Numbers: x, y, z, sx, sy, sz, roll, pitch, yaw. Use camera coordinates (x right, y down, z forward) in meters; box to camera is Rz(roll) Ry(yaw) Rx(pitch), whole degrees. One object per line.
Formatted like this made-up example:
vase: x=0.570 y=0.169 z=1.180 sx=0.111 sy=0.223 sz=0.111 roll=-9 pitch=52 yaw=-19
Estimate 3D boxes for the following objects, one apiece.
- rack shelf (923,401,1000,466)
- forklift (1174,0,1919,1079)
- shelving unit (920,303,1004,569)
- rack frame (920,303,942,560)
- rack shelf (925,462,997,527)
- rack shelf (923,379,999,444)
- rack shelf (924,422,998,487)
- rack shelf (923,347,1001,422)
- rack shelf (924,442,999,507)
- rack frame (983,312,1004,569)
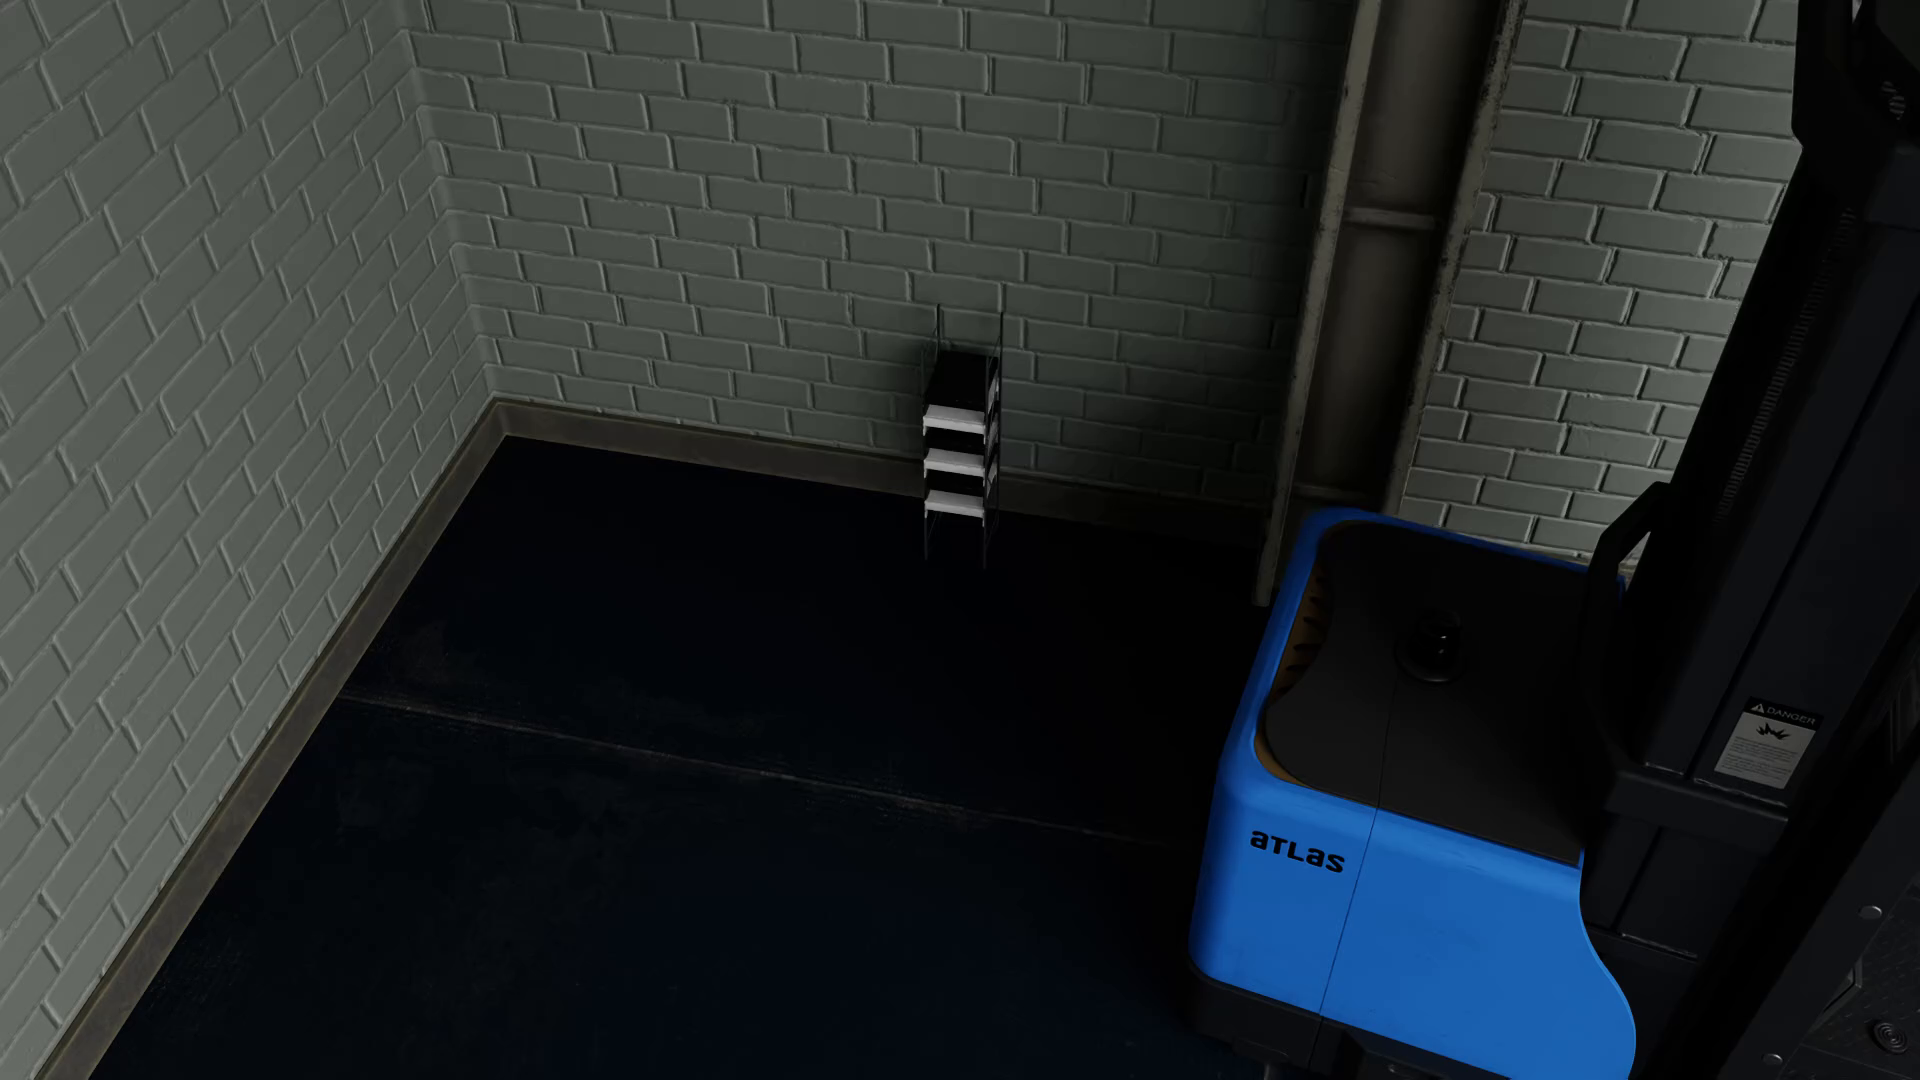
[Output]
rack shelf: x=0.008 y=-0.364 z=5.397 sx=0.200 sy=0.077 sz=0.258 roll=9 pitch=45 yaw=9
forklift: x=2.134 y=0.295 z=3.330 sx=3.031 sy=2.935 sz=1.130 roll=15 pitch=46 yaw=15
shelving unit: x=0.008 y=-0.323 z=5.437 sx=0.210 sy=0.900 sz=0.258 roll=9 pitch=45 yaw=9
rack frame: x=-0.091 y=-0.338 z=5.453 sx=0.006 sy=0.900 sz=0.240 roll=9 pitch=45 yaw=9
rack shelf: x=0.008 y=-0.169 z=5.585 sx=0.200 sy=0.077 sz=0.258 roll=9 pitch=45 yaw=9
rack shelf: x=0.008 y=-0.429 z=5.335 sx=0.200 sy=0.077 sz=0.258 roll=9 pitch=45 yaw=9
rack shelf: x=0.008 y=-0.299 z=5.460 sx=0.200 sy=0.077 sz=0.258 roll=9 pitch=45 yaw=9
rack shelf: x=0.008 y=-0.493 z=5.273 sx=0.200 sy=0.077 sz=0.258 roll=9 pitch=45 yaw=9
rack shelf: x=0.008 y=-0.234 z=5.522 sx=0.200 sy=0.077 sz=0.258 roll=9 pitch=45 yaw=9
rack frame: x=0.107 y=-0.308 z=5.421 sx=0.006 sy=0.900 sz=0.240 roll=9 pitch=45 yaw=9
